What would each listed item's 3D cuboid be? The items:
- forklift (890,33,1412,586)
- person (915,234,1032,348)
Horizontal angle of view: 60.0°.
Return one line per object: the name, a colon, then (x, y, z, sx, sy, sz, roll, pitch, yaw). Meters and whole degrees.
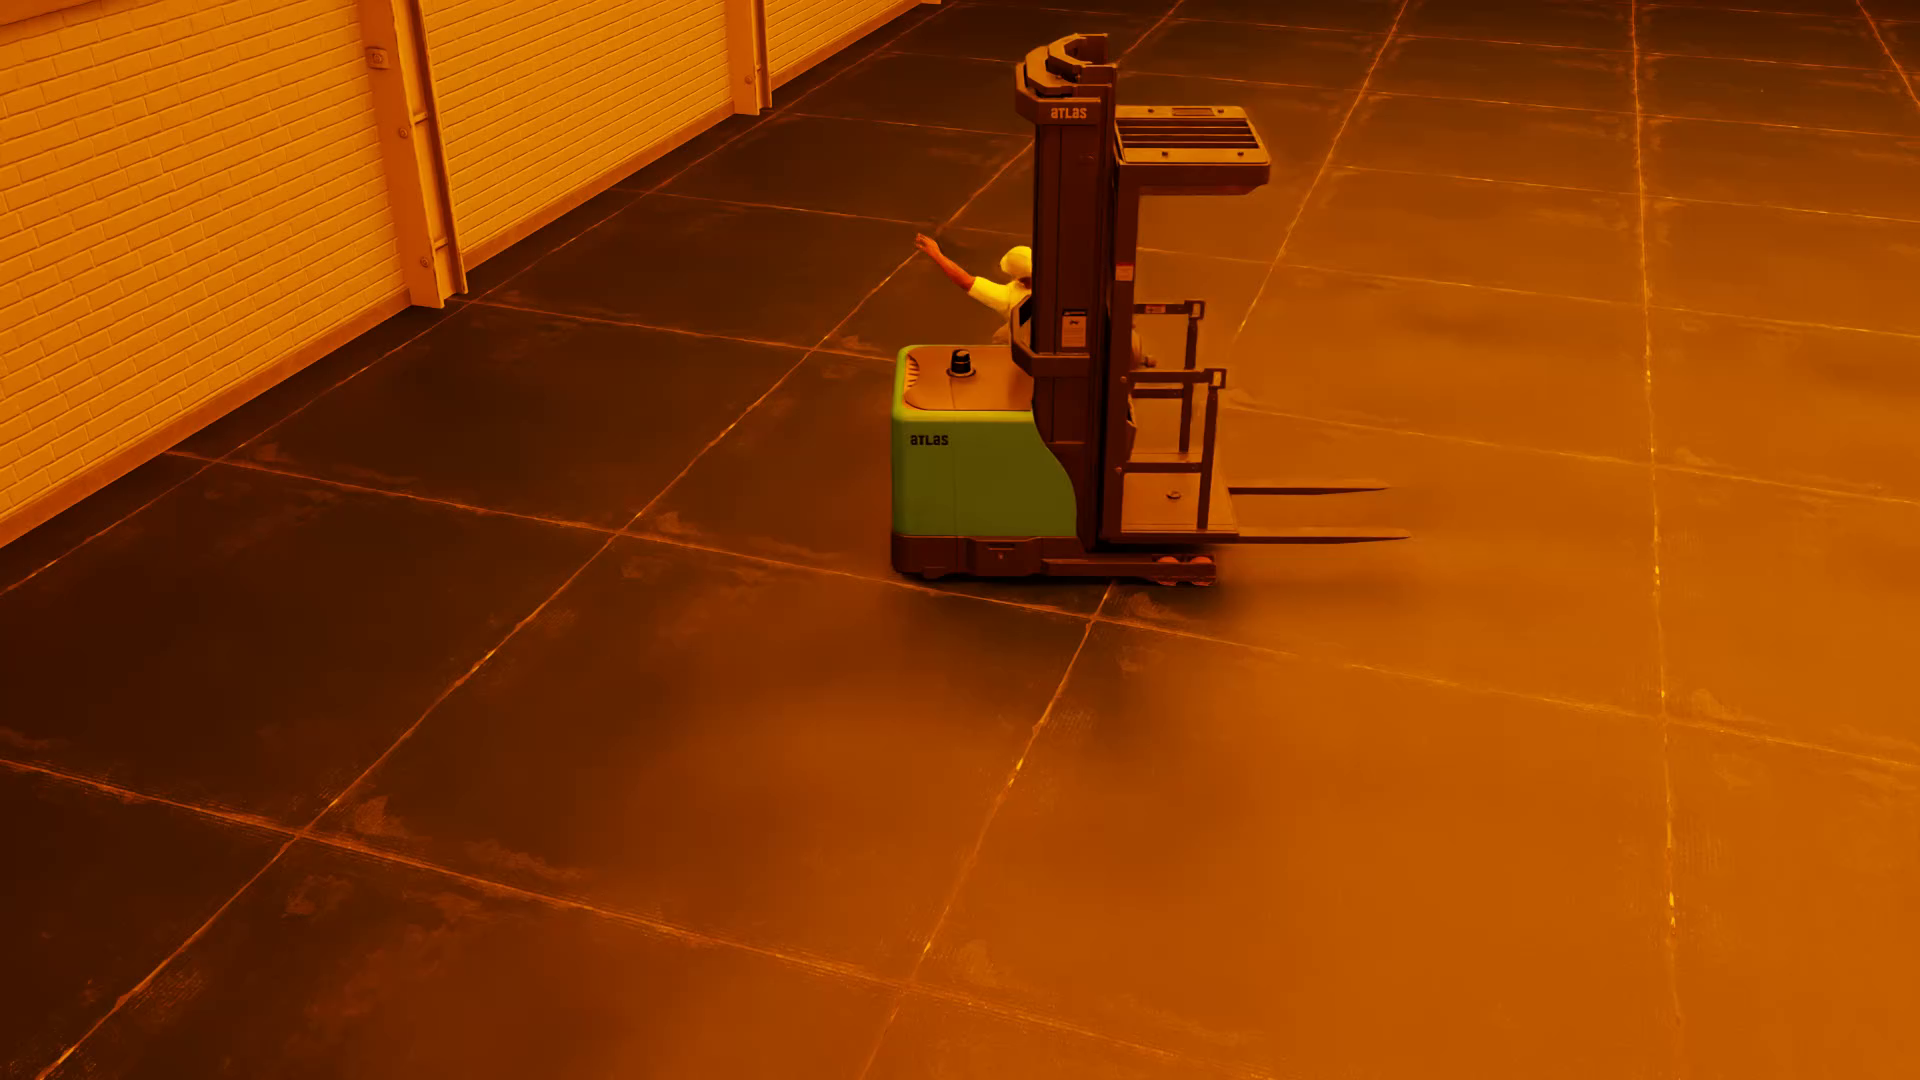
forklift: (1.121, -1.274, 9.371, 3.031, 2.935, 1.130, 0, 30, 1)
person: (0.292, -1.446, 10.998, 1.129, 1.666, 0.838, 3, 30, 5)
